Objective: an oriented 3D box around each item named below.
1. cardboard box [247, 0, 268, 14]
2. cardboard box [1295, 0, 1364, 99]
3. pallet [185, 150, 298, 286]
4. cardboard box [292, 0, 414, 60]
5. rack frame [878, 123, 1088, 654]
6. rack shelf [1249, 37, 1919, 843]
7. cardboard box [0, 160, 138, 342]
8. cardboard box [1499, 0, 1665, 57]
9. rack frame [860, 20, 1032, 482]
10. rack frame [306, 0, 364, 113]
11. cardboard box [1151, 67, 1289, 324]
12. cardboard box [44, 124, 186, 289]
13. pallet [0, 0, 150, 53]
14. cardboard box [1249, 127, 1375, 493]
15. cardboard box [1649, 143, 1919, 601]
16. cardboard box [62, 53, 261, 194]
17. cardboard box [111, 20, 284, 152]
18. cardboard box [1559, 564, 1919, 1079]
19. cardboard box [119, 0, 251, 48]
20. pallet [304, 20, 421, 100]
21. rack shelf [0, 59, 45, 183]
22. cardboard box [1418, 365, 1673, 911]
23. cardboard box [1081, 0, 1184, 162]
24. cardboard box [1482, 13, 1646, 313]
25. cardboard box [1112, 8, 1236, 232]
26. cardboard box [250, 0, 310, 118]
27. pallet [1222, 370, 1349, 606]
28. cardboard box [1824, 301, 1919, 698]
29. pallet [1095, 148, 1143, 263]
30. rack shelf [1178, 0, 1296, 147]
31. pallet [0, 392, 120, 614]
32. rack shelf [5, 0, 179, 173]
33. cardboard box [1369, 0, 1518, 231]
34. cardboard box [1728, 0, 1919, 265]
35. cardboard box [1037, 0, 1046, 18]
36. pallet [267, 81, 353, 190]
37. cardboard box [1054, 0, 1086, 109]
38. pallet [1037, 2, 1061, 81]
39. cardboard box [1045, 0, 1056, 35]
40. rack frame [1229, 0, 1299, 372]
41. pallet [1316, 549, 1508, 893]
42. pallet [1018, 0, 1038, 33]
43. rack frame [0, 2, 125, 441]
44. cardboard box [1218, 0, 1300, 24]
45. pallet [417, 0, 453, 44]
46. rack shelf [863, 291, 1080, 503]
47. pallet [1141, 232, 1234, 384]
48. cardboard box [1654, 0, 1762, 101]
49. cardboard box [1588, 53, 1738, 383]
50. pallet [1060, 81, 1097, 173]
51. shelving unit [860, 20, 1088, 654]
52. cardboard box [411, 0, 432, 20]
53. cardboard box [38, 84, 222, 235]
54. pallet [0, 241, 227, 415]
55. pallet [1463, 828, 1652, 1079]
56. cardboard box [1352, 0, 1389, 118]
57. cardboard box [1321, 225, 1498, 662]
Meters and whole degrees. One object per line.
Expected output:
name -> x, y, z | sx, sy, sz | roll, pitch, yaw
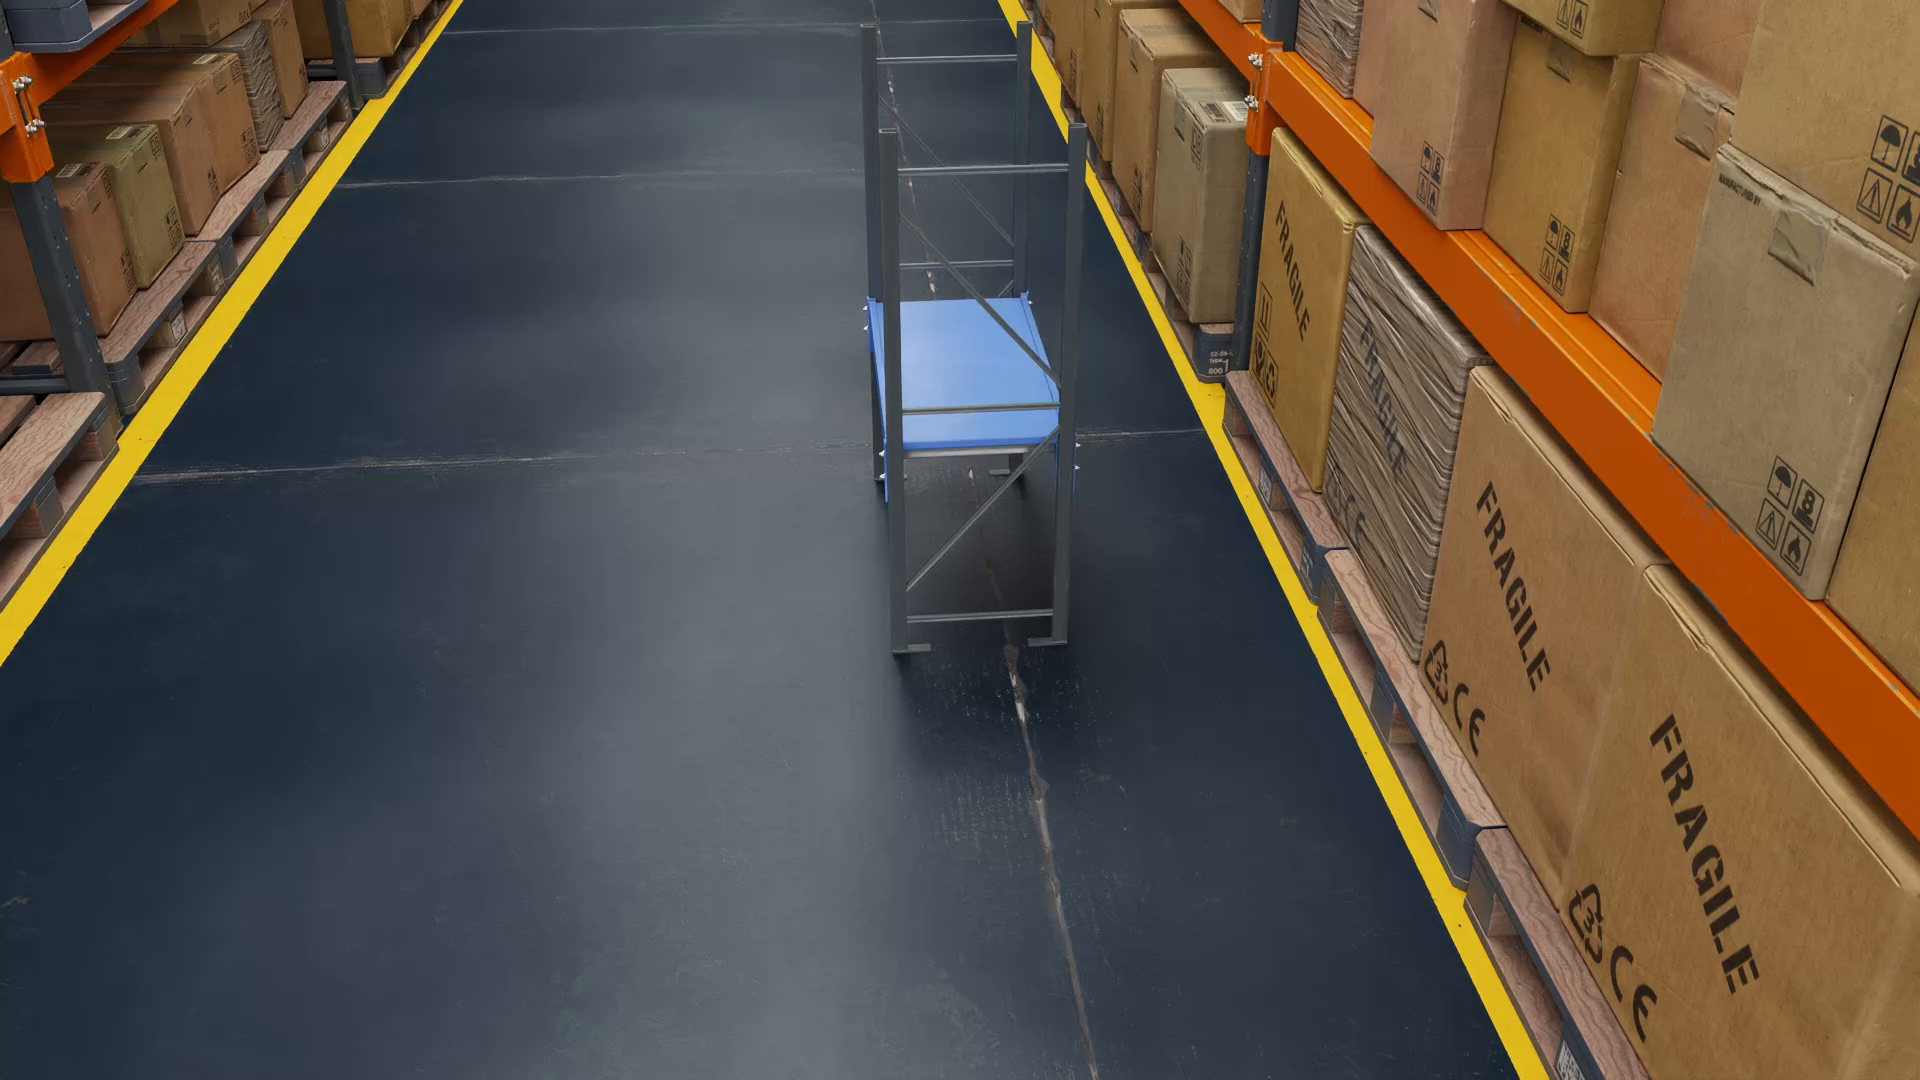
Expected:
cardboard box -> -3.741, -2.764, 8.229 | 0.500, 0.250, 0.500 | -2, 31, -3
cardboard box -> 1.534, -1.687, 5.003 | 0.875, 0.550, 0.550 | -3, 31, -5
pallet -> -3.651, -1.449, 7.470 | 1.003, 0.211, 1.213 | -3, 31, -5
cardboard box -> -3.877, -3.288, 9.492 | 1.225, 0.875, 0.875 | -4, 31, -7
rack frame -> 0.055, -0.341, 4.358 | 0.500, 1.500, 0.032 | -3, 31, -5
rack shelf -> 1.675, -0.481, 3.831 | 1.077, 0.370, 4.000 | -3, 31, -5
cardboard box -> -3.496, -1.055, 6.099 | 0.700, 0.500, 0.500 | -5, 31, -8
cardboard box -> 1.626, -1.321, 3.337 | 0.875, 0.550, 0.500 | -3, 31, -5
rack frame -> -0.040, -0.860, 5.227 | 0.500, 1.500, 0.032 | -3, 31, -5
rack frame -> -3.833, -3.667, 8.464 | 1.000, 3.000, 0.127 | -3, 31, -5
cardboard box -> 1.340, -1.338, 6.349 | 1.050, 0.750, 0.750 | -3, 31, -5
cardboard box -> -3.521, -1.299, 6.509 | 0.700, 0.500, 0.500 | -3, 31, -5
pallet -> -3.386, -1.939, 5.759 | 1.003, 0.211, 1.213 | -3, 31, -5
cardboard box -> 1.477, -0.754, 5.250 | 0.875, 0.875, 0.875 | -2, 31, -4
cardboard box -> 1.709, -0.300, 2.681 | 0.875, 0.550, 0.550 | -3, 31, -5
cardboard box -> -3.627, -1.870, 7.464 | 0.700, 0.500, 0.500 | 0, 31, 0
cardboard box -> -3.686, -2.159, 7.948 | 0.700, 0.500, 0.500 | -5, 31, -9
cardboard box -> 1.733, 0.620, 2.949 | 0.875, 0.875, 0.875 | -3, 31, -4
cardboard box -> -3.681, -2.494, 7.777 | 0.500, 0.250, 0.500 | 1, 31, 1
pallet -> -3.832, -2.876, 9.859 | 1.003, 0.211, 1.213 | -3, 31, -5
rack shelf -> -3.273, -0.295, 3.520 | 1.077, 0.370, 4.000 | -3, 31, -5
cardboard box -> 1.648, 0.171, 3.701 | 0.875, 0.875, 0.875 | -3, 31, -5
cardboard box -> 1.167, -2.306, 7.970 | 1.050, 0.750, 0.750 | -2, 31, -4
cardboard box -> 1.691, -0.860, 3.619 | 0.875, 0.550, 0.500 | -3, 31, -5
cardboard box -> 1.254, -1.830, 7.174 | 1.050, 0.750, 0.750 | -3, 31, -5
cardboard box -> -3.751, -2.441, 8.421 | 0.700, 0.500, 0.500 | -4, 31, -7
pallet -> 1.481, -0.222, 5.415 | 1.003, 0.211, 1.213 | -3, 31, -5
cardboard box -> 1.782, -0.020, 2.212 | 0.875, 0.550, 0.550 | -3, 31, -5
pallet -> 1.224, -1.628, 7.770 | 1.003, 0.211, 1.213 | -3, 31, -5
rack shelf -> 1.301, -2.523, 7.250 | 1.077, 0.370, 4.000 | -3, 31, -5
pallet -> -3.362, -0.086, 5.189 | 1.003, 0.211, 1.213 | -3, 31, -5
rack shelf -> -3.647, -2.337, 6.939 | 1.077, 0.370, 4.000 | -3, 31, -5
cardboard box -> 1.542, -1.126, 4.064 | 0.875, 0.550, 0.550 | -3, 31, -5
cardboard box -> 1.722, -0.764, 2.405 | 0.875, 0.550, 0.550 | -3, 31, -5
cardboard box -> 0.748, -3.549, 10.294 | 0.500, 0.500, 0.500 | -2, 31, -3
pallet -> -3.762, -2.071, 8.511 | 1.003, 0.211, 1.213 | -3, 31, -5
cardboard box -> 1.082, -2.752, 8.717 | 1.050, 0.750, 0.750 | -3, 31, -5
pallet -> 1.043, -3.055, 10.158 | 1.003, 0.211, 1.213 | -3, 31, -5
cardboard box -> 0.793, -3.283, 9.850 | 0.500, 0.500, 0.500 | -3, 31, -5
rack frame -> 1.488, -1.811, 5.356 | 1.000, 3.000, 0.127 | -3, 31, -5
pallet -> 1.598, 0.403, 4.370 | 1.003, 0.211, 1.213 | -3, 31, -5
pallet -> 0.932, -3.676, 11.199 | 1.003, 0.211, 1.213 | -3, 31, -5
rack frame -> -3.460, -1.625, 5.045 | 1.000, 3.000, 0.127 | -3, 31, -5
cardboard box -> 1.173, -2.107, 5.755 | 0.500, 0.500, 0.500 | -3, 31, -5
pallet -> -3.943, -3.497, 10.899 | 1.003, 0.211, 1.213 | -3, 31, -5
rack shelf -> 0.008, -0.446, 4.885 | 0.538, 0.185, 1.000 | -3, 31, -5
pallet -> 1.341, -1.004, 6.725 | 1.003, 0.211, 1.213 | -3, 31, -5
cardboard box -> 1.805, -1.057, 2.894 | 0.875, 0.550, 0.550 | -3, 31, -5
cardboard box -> 1.782, -0.592, 3.169 | 0.875, 0.550, 0.550 | -3, 31, -5
pallet -> 1.113, -2.250, 8.810 | 1.003, 0.211, 1.213 | -3, 31, -5
shelving unit -> 0.008, -0.600, 4.792 | 0.538, 1.500, 1.048 | -3, 31, -5
cardboard box -> -3.953, -3.744, 10.255 | 1.225, 0.875, 0.875 | -3, 31, -4
cardboard box -> -3.574, -1.585, 6.987 | 0.700, 0.500, 0.500 | -5, 31, -9
pallet -> -3.534, -0.825, 6.425 | 1.003, 0.211, 1.213 | -3, 31, -5
pallet -> 1.709, 1.024, 3.329 | 1.003, 0.211, 1.213 | -3, 31, -5
cardboard box -> 1.608, -1.408, 4.535 | 0.875, 0.550, 0.550 | -3, 31, -5
cardboard box -> 1.565, -0.294, 4.480 | 0.875, 0.875, 0.875 | -3, 31, -4
